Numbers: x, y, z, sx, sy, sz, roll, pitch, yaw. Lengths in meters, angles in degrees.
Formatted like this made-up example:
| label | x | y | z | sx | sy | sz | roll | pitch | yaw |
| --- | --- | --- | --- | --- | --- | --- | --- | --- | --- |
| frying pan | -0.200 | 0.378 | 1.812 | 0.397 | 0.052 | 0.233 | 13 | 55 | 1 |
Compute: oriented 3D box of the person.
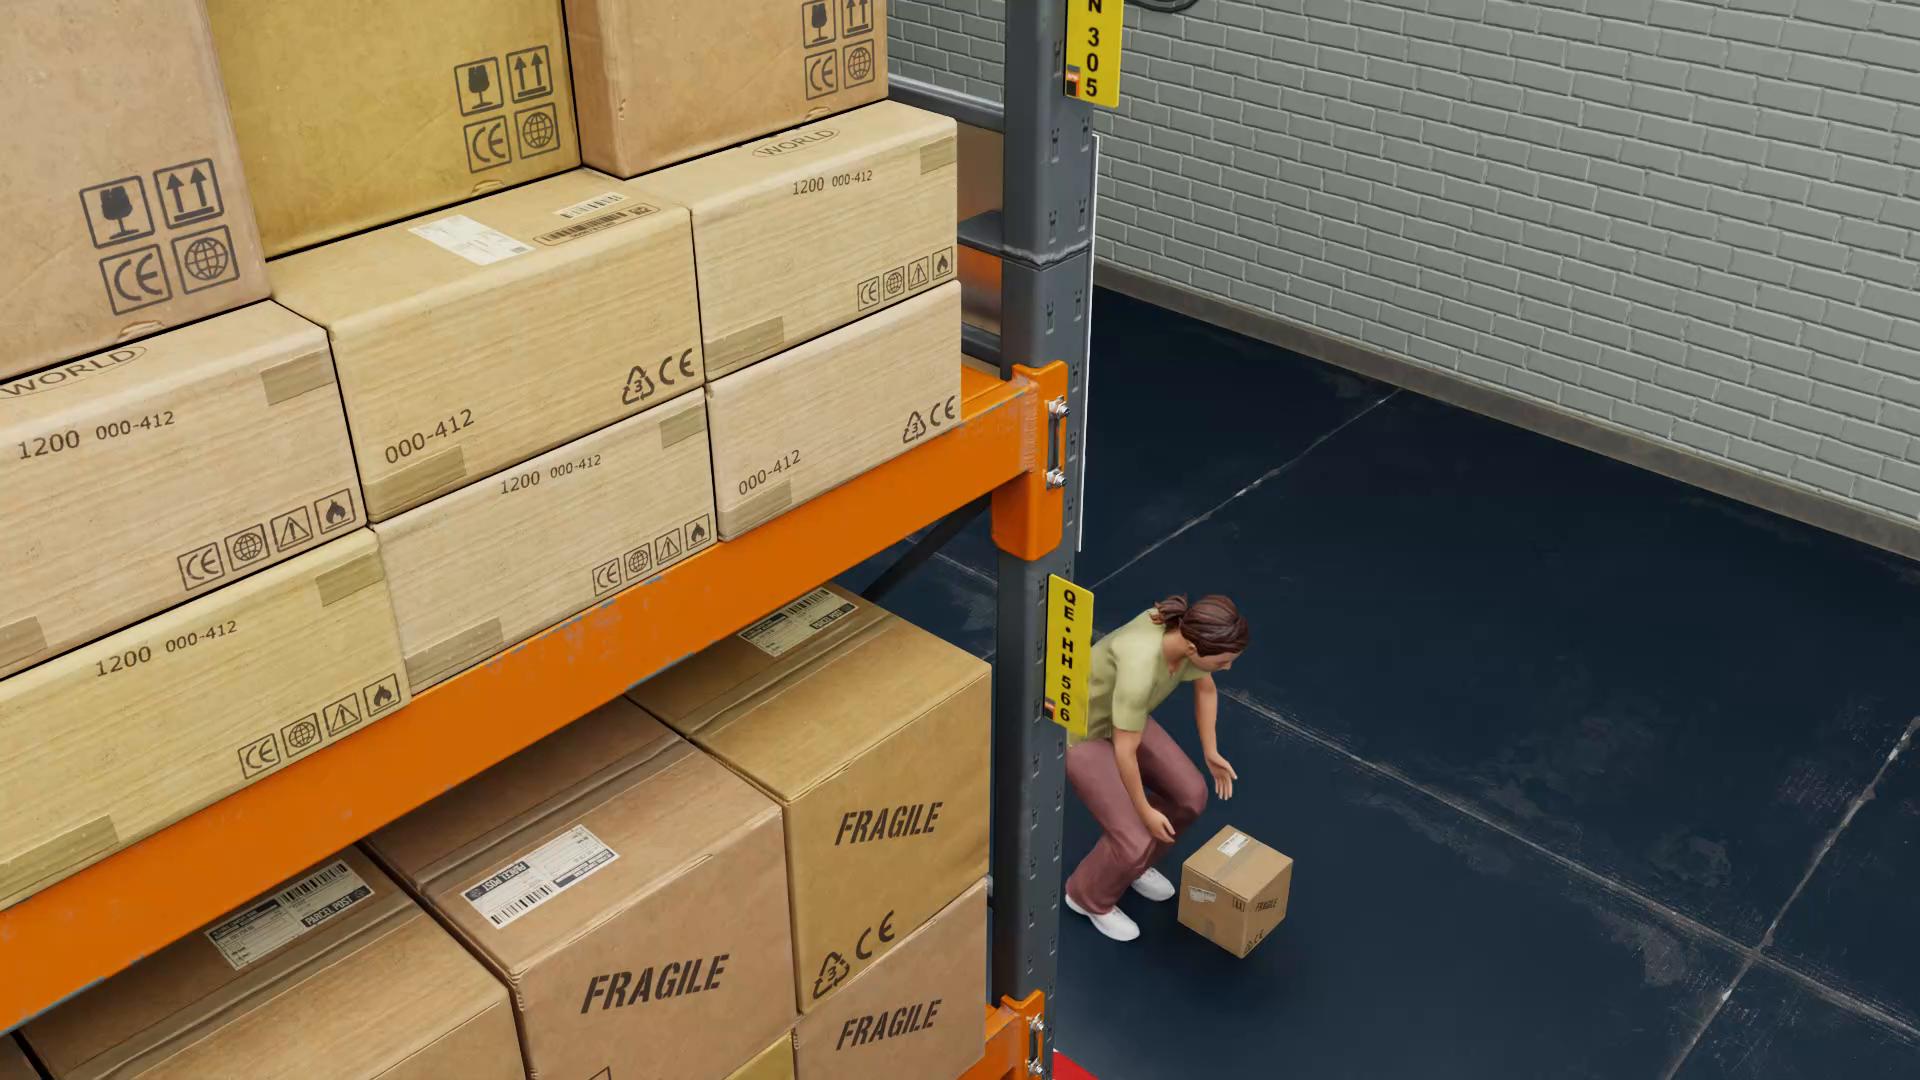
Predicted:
| label | x | y | z | sx | sy | sz | roll | pitch | yaw |
| --- | --- | --- | --- | --- | --- | --- | --- | --- | --- |
| person | 0.593 | 0.670 | 5.372 | 0.665 | 1.335 | 0.511 | 25 | 40 | 35 |
